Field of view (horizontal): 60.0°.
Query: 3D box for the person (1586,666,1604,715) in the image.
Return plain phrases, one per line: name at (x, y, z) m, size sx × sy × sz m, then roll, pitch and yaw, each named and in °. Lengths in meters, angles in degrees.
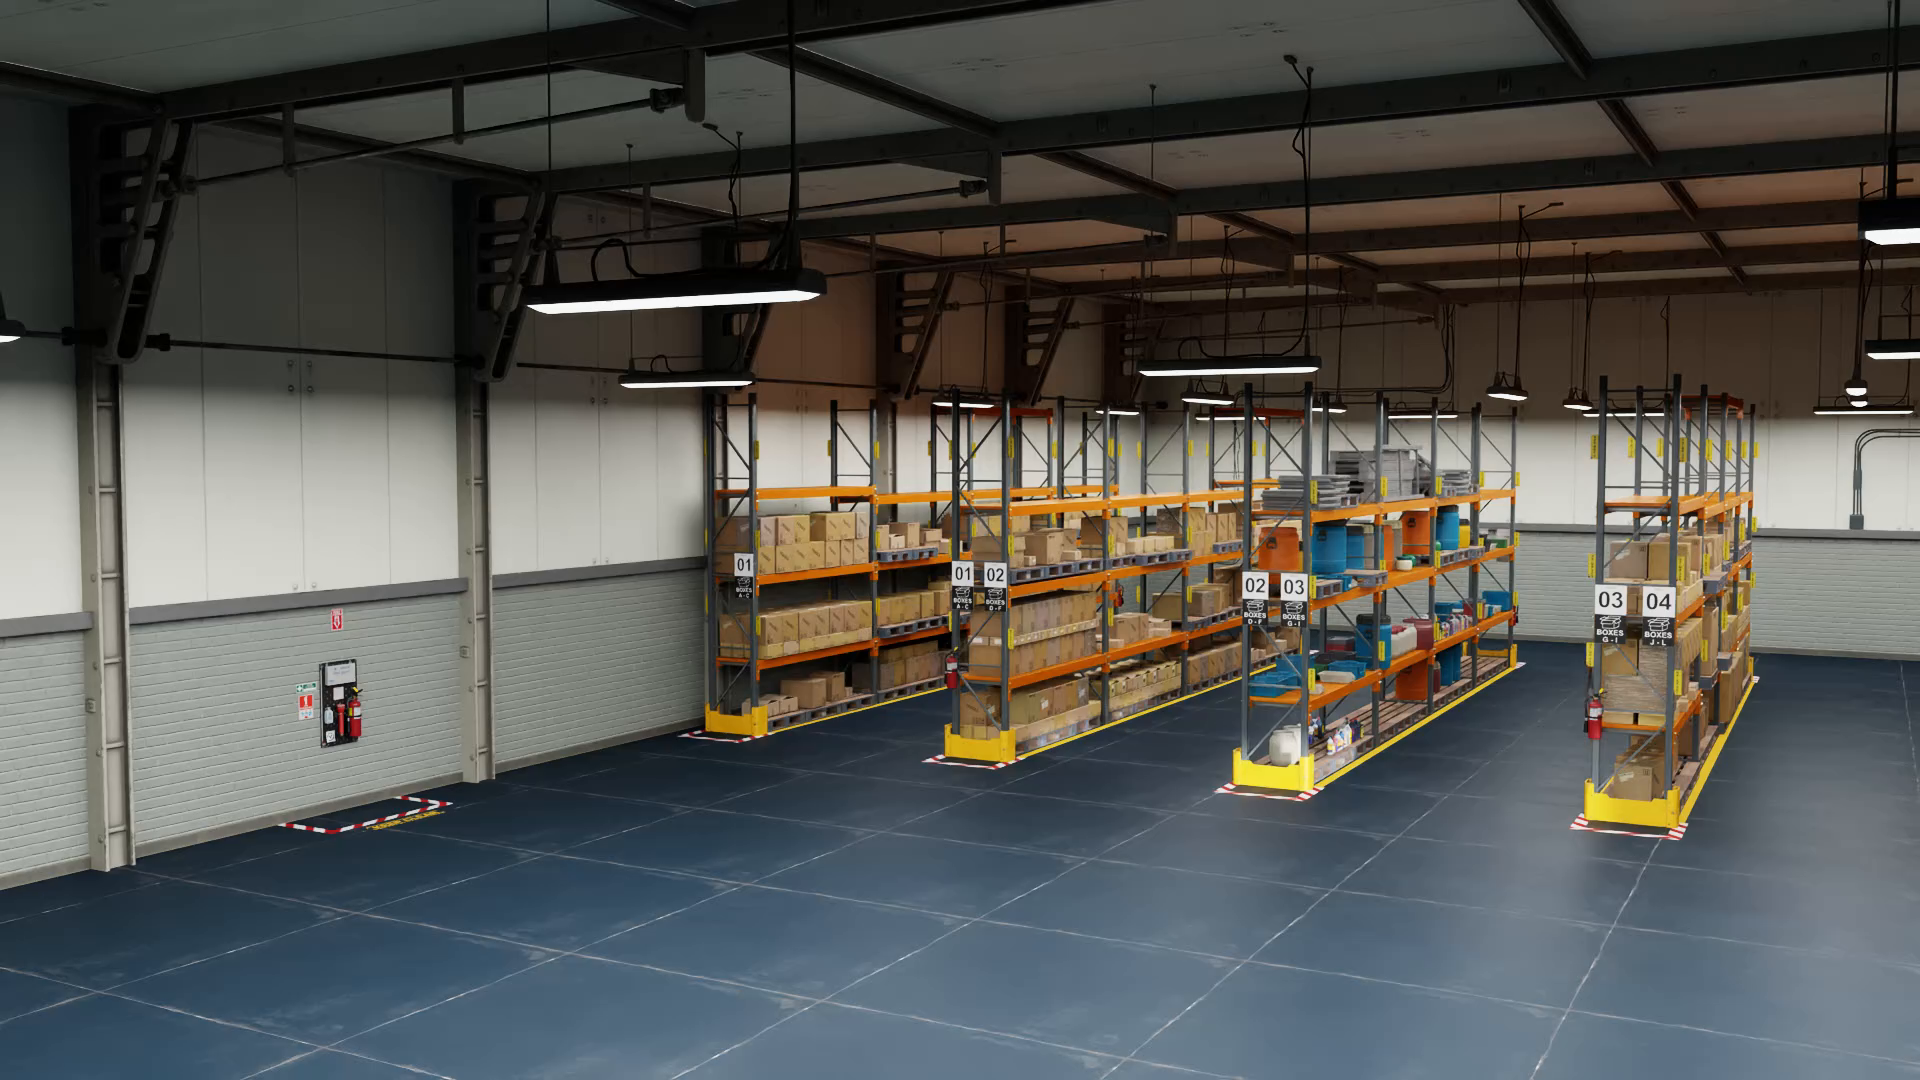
person at (11.983, 2.498, 31.119) m, size 0.487 × 1.653 × 0.411 m, roll 0°, pitch 3°, yaw 9°
